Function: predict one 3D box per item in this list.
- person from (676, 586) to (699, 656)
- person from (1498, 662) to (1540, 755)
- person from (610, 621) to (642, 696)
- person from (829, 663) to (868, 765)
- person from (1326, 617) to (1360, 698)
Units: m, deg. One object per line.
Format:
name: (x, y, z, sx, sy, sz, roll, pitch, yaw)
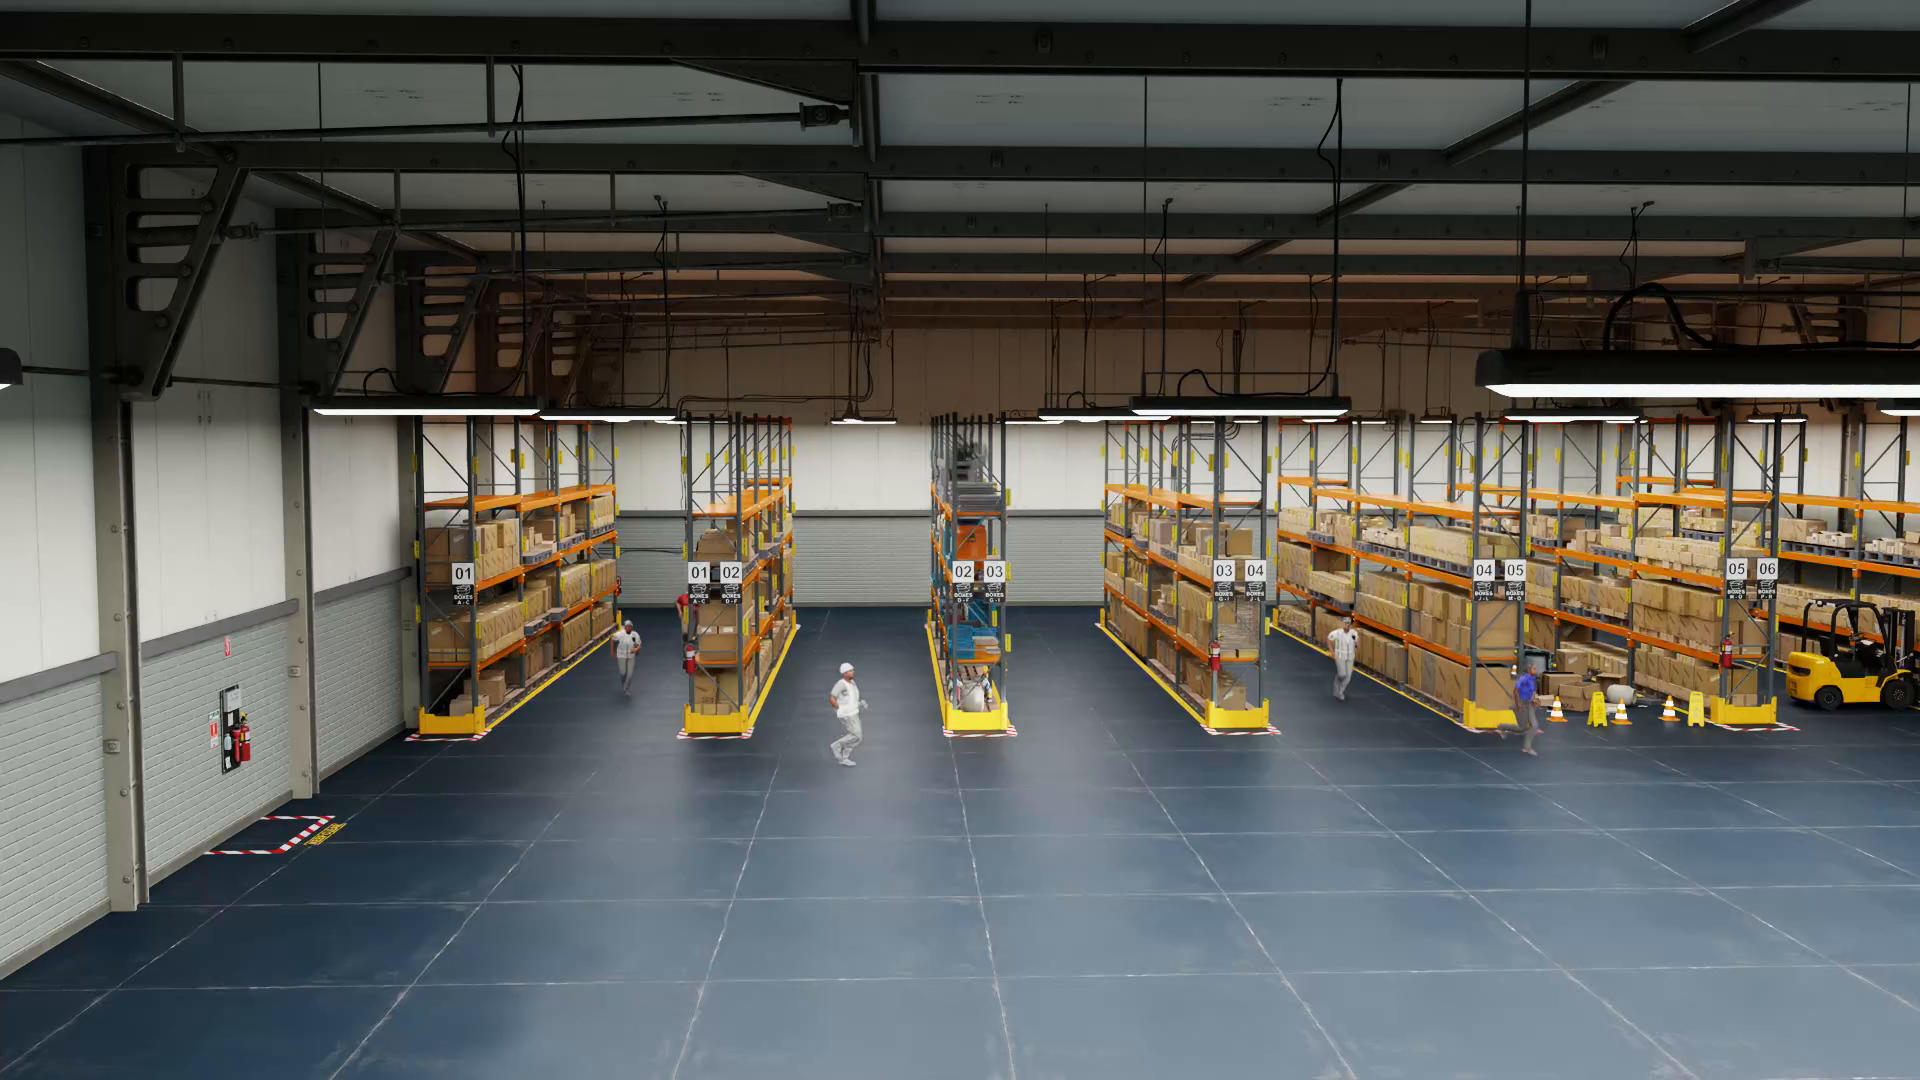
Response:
person: (-6.805, 2.032, 41.868, 0.638, 1.799, 0.794, -1, 4, -12)
person: (9.857, 2.952, 29.268, 0.726, 1.626, 0.585, 3, 5, 41)
person: (-7.103, 2.522, 35.413, 0.645, 1.620, 0.603, -1, 4, -15)
person: (-1.865, 2.944, 28.079, 0.592, 1.737, 0.683, 1, 4, 16)
person: (8.094, 2.470, 34.921, 0.661, 1.739, 0.630, -1, 4, -9)
